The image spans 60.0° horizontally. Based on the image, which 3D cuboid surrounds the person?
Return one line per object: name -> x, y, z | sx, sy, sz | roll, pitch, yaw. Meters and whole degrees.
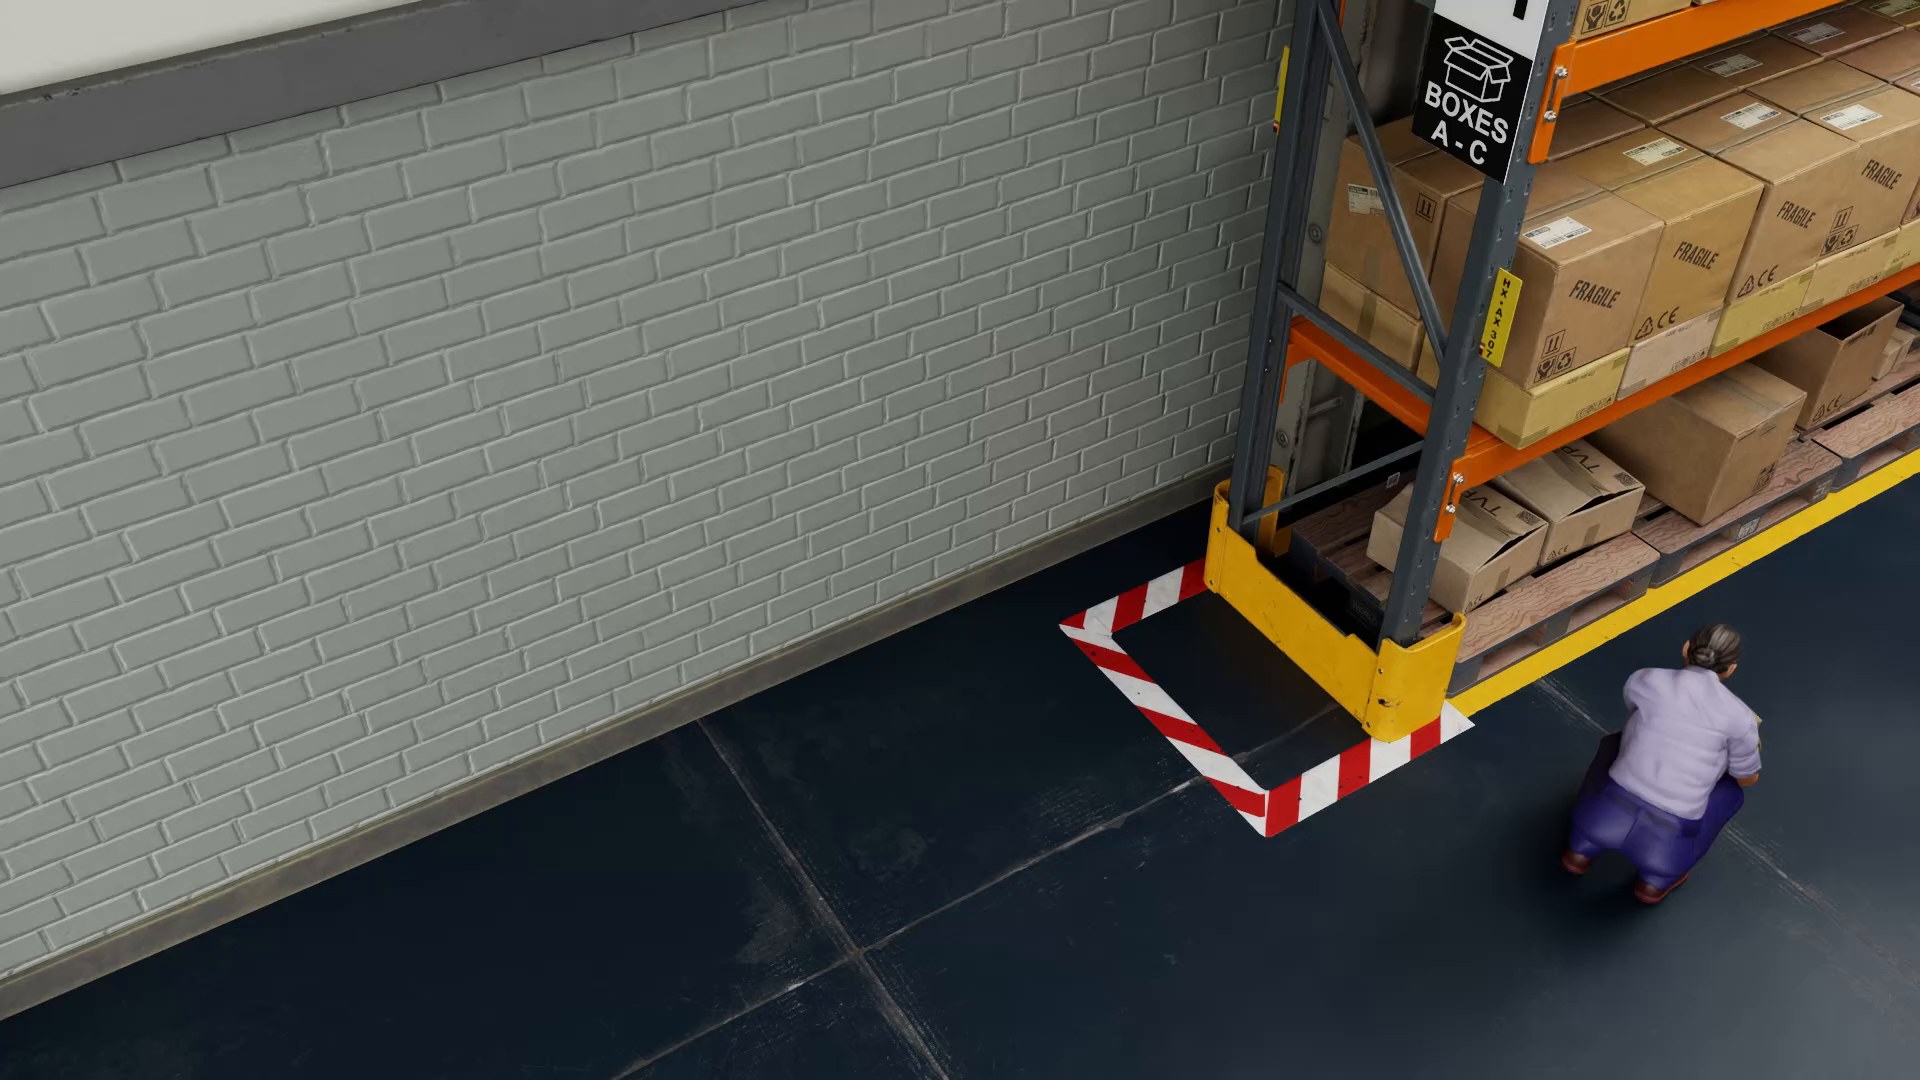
person -> 2.527, 0.762, 5.865 | 0.519, 0.916, 0.811 | 30, 49, 30
